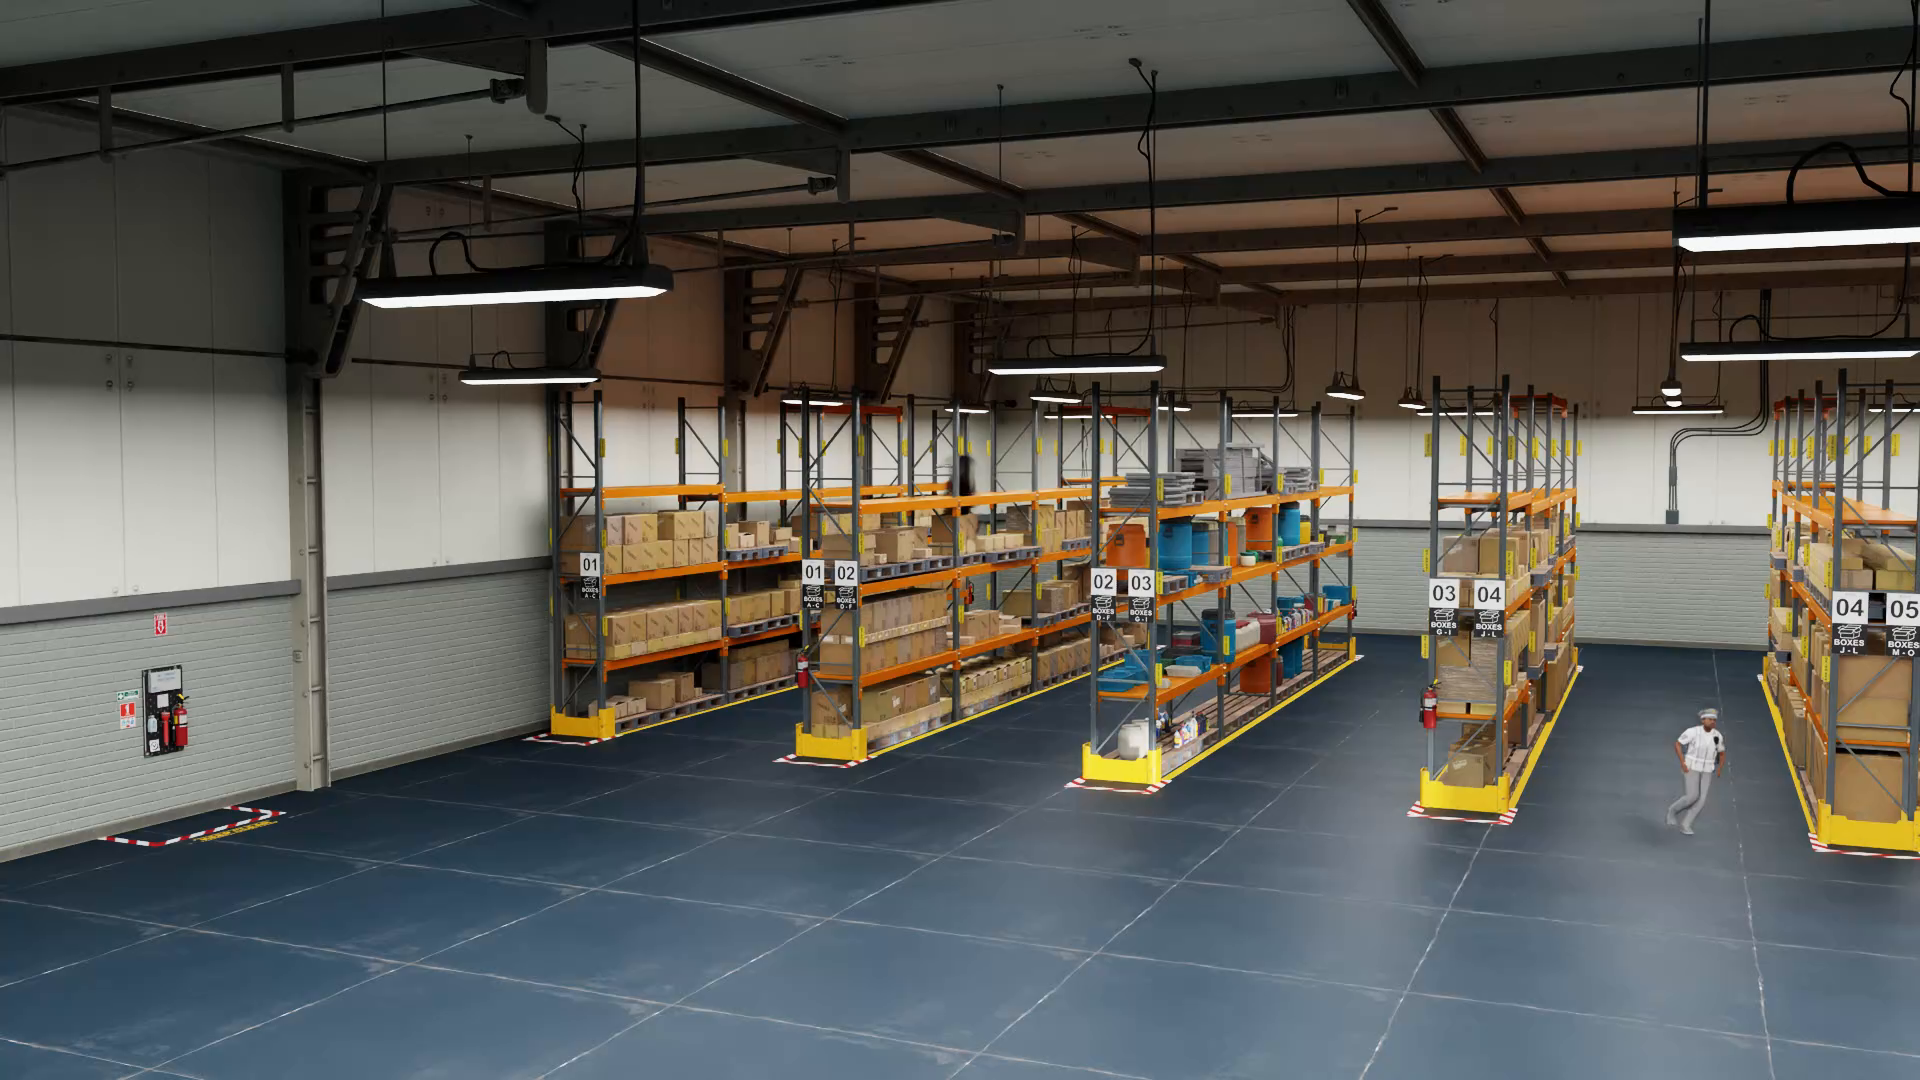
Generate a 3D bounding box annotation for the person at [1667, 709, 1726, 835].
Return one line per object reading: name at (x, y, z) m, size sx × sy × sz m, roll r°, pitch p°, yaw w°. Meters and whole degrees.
person at (9.609, 2.990, 21.603) m, size 0.641 × 1.642 × 0.557 m, roll 0°, pitch 3°, yaw -6°

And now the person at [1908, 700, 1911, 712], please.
person at (17.779, 2.428, 30.900) m, size 0.643 × 1.709 × 0.968 m, roll 1°, pitch 3°, yaw 16°

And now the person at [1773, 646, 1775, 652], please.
person at (18.313, 2.141, 36.866) m, size 0.777 × 1.716 × 0.551 m, roll -1°, pitch 3°, yaw -11°
